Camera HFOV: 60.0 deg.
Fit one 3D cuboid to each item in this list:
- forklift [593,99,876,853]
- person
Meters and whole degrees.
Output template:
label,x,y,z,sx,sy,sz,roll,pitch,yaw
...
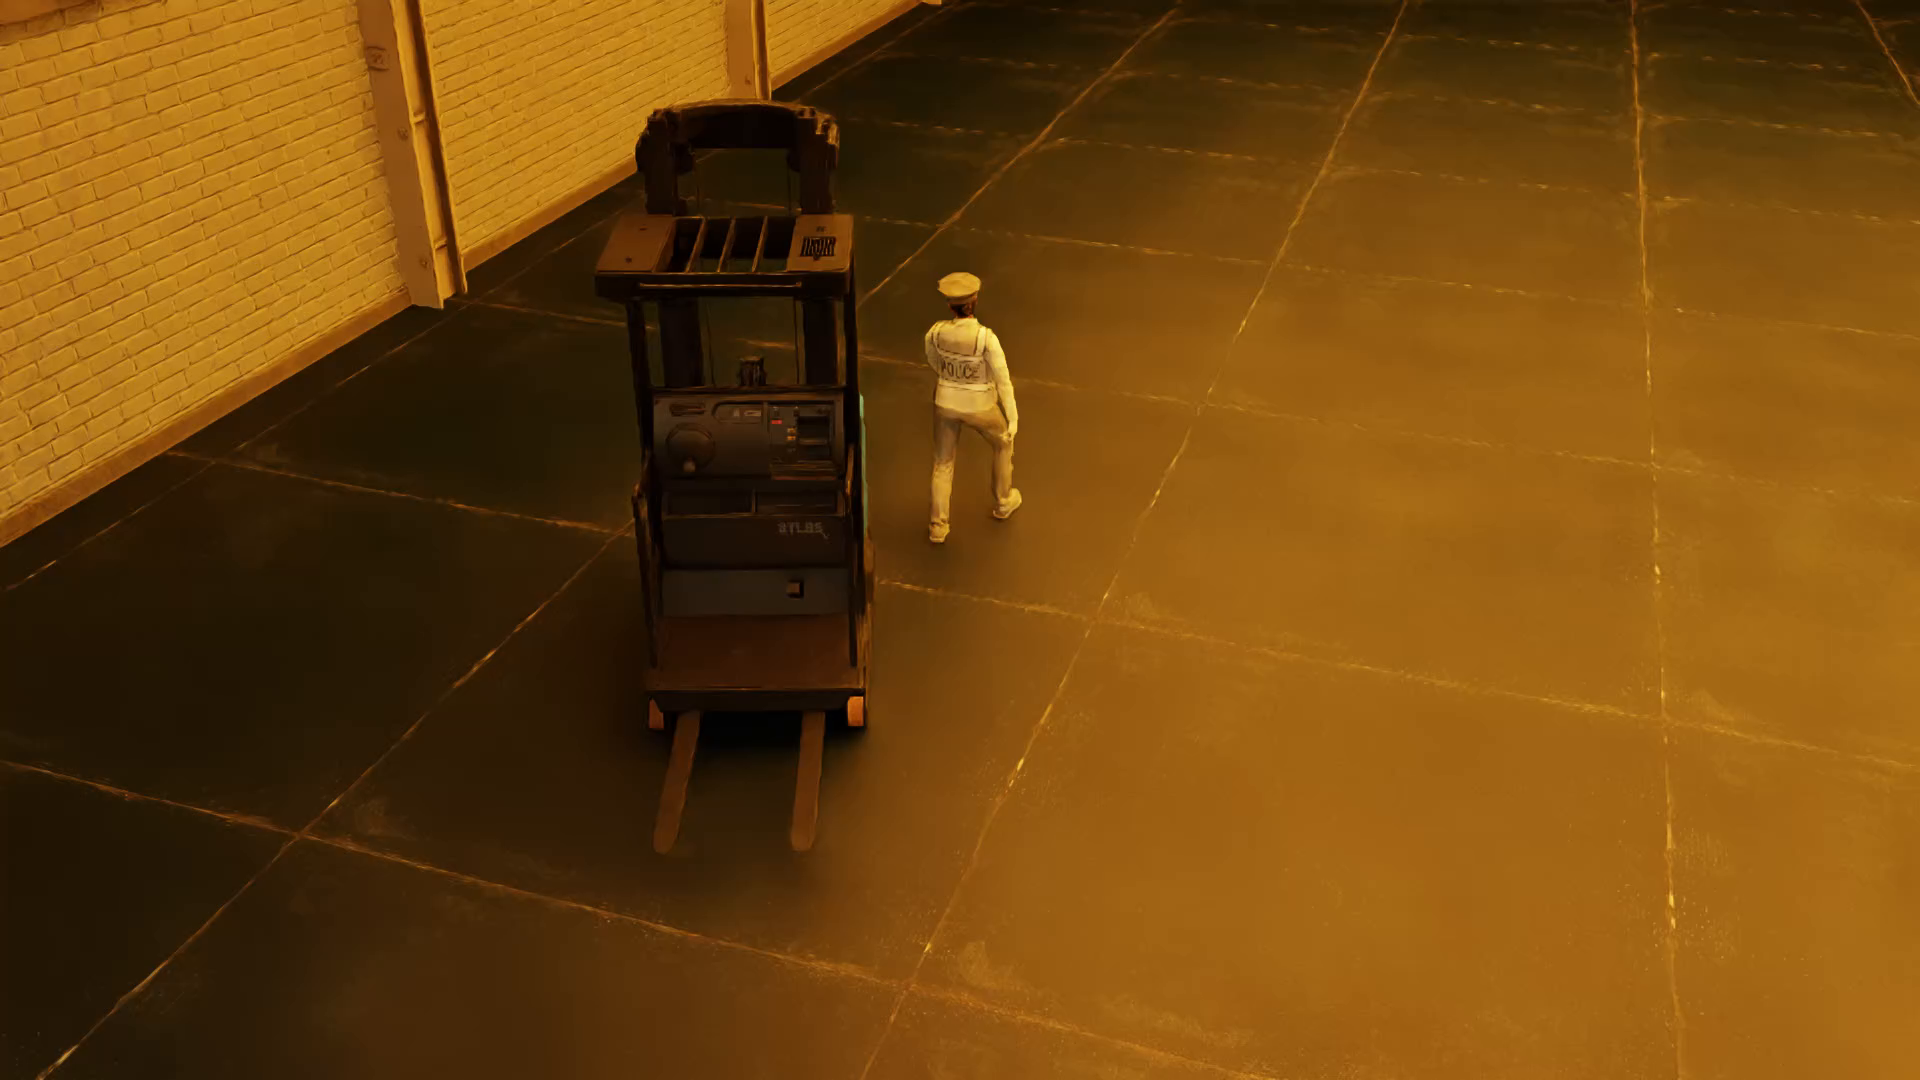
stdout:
label,x,y,z,sx,sy,sz,roll,pitch,yaw
forklift,-1.028,-0.470,7.962,1.130,2.935,3.031,-1,30,-1
person,0.077,-0.803,9.903,0.600,1.609,0.712,9,31,15
